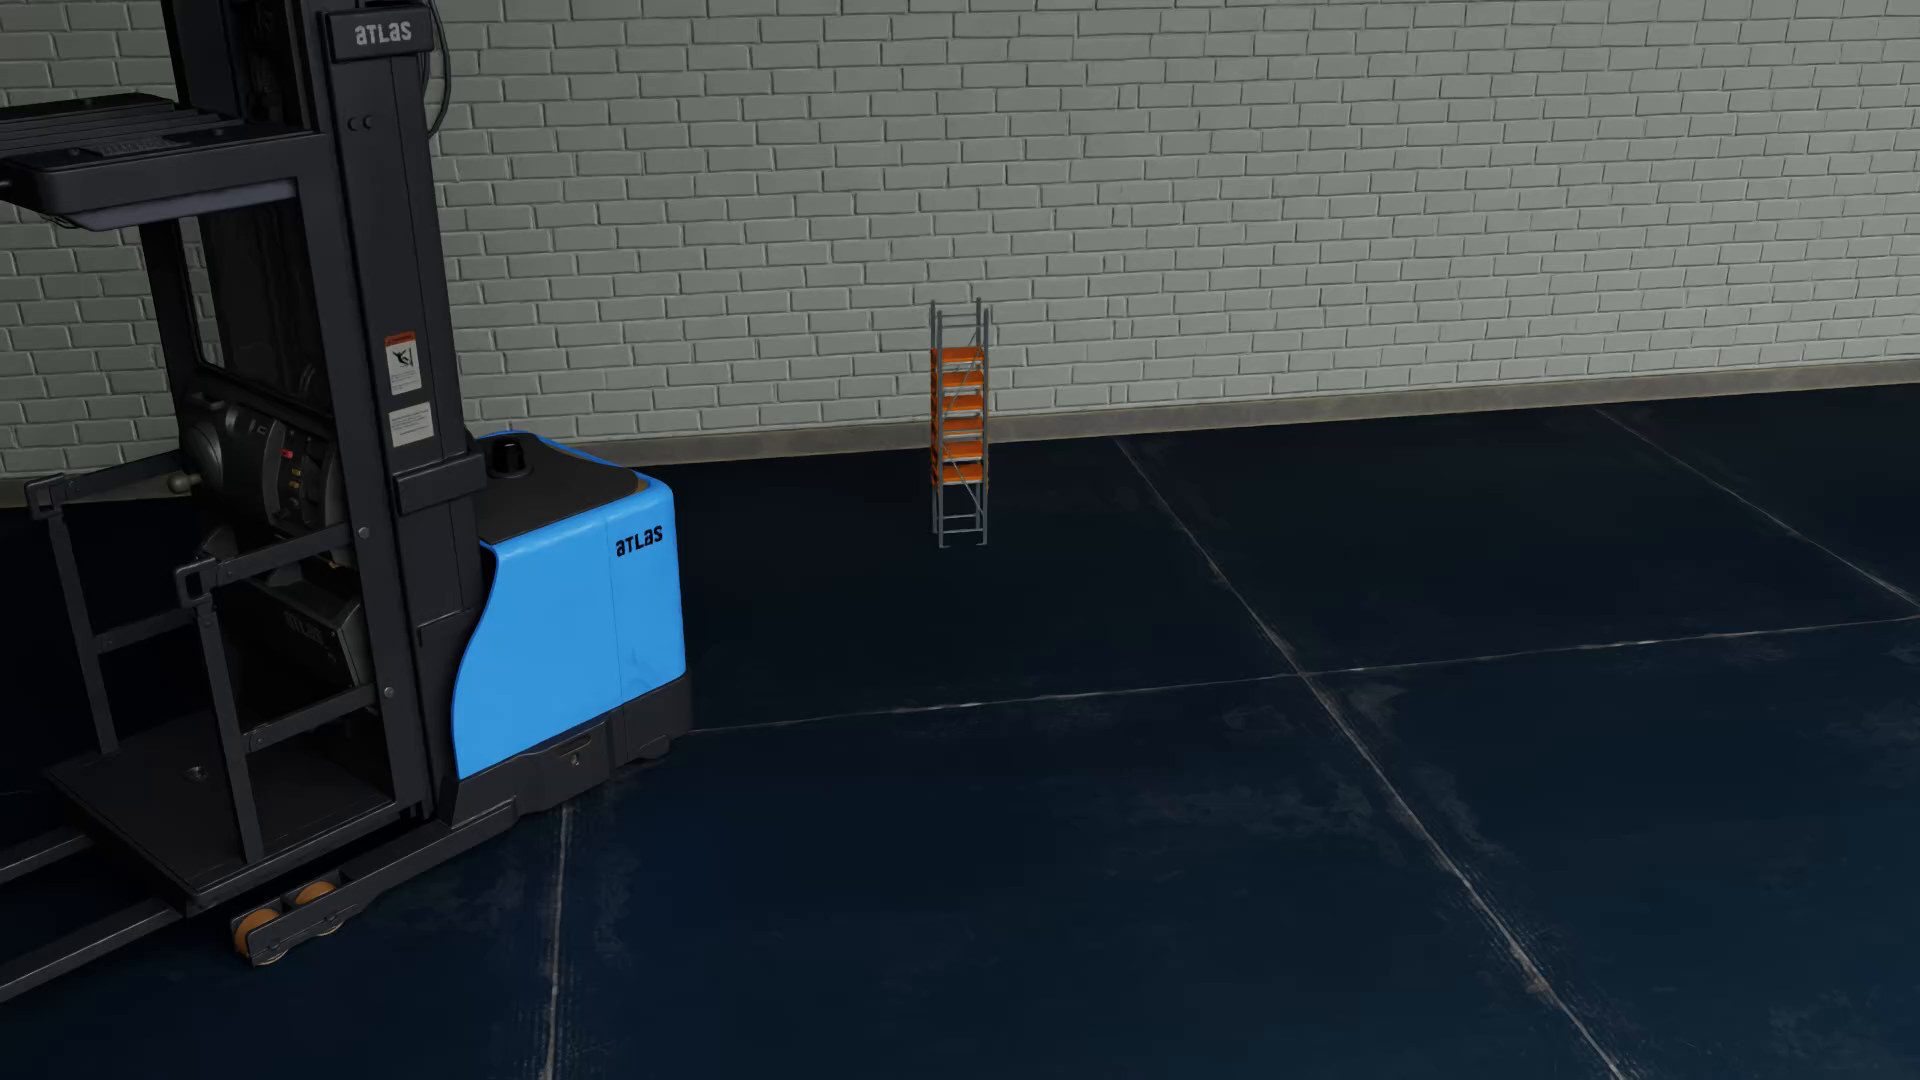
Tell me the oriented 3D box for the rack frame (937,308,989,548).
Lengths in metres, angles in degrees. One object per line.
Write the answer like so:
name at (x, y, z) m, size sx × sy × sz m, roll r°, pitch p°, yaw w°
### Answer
rack frame at (0.014, -0.520, 7.940) m, size 0.240 × 1.200 × 0.006 m, roll -4°, pitch 24°, yaw -10°

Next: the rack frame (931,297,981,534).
rack frame at (-0.020, -0.592, 8.105) m, size 0.240 × 1.200 × 0.006 m, roll -4°, pitch 24°, yaw -10°

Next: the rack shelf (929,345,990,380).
rack shelf at (-0.003, -0.845, 7.897) m, size 0.258 × 0.103 × 0.180 m, roll -4°, pitch 24°, yaw -10°

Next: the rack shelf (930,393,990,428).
rack shelf at (-0.003, -0.625, 7.993) m, size 0.258 × 0.103 × 0.180 m, roll -4°, pitch 24°, yaw -10°

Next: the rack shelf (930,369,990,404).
rack shelf at (-0.003, -0.735, 7.945) m, size 0.258 × 0.103 × 0.180 m, roll -4°, pitch 24°, yaw -10°

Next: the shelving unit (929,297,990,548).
shelving unit at (-0.003, -0.556, 8.023) m, size 0.258 × 1.200 × 0.189 m, roll -4°, pitch 24°, yaw -10°

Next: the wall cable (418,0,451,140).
wall cable at (-4.023, -2.927, 7.587) m, size 3.097 × 2.526 × 0.112 m, roll -4°, pitch 24°, yaw -10°

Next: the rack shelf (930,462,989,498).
rack shelf at (-0.003, -0.295, 8.137) m, size 0.258 × 0.103 × 0.180 m, roll -4°, pitch 24°, yaw -10°

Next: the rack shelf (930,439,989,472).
rack shelf at (-0.003, -0.405, 8.089) m, size 0.258 × 0.103 × 0.180 m, roll -4°, pitch 24°, yaw -10°

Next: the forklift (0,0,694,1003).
forklift at (-2.371, -0.243, 5.144) m, size 1.130 × 2.935 × 3.031 m, roll 19°, pitch 30°, yaw 37°

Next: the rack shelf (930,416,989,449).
rack shelf at (-0.003, -0.515, 8.041) m, size 0.258 × 0.103 × 0.180 m, roll -4°, pitch 24°, yaw -10°
